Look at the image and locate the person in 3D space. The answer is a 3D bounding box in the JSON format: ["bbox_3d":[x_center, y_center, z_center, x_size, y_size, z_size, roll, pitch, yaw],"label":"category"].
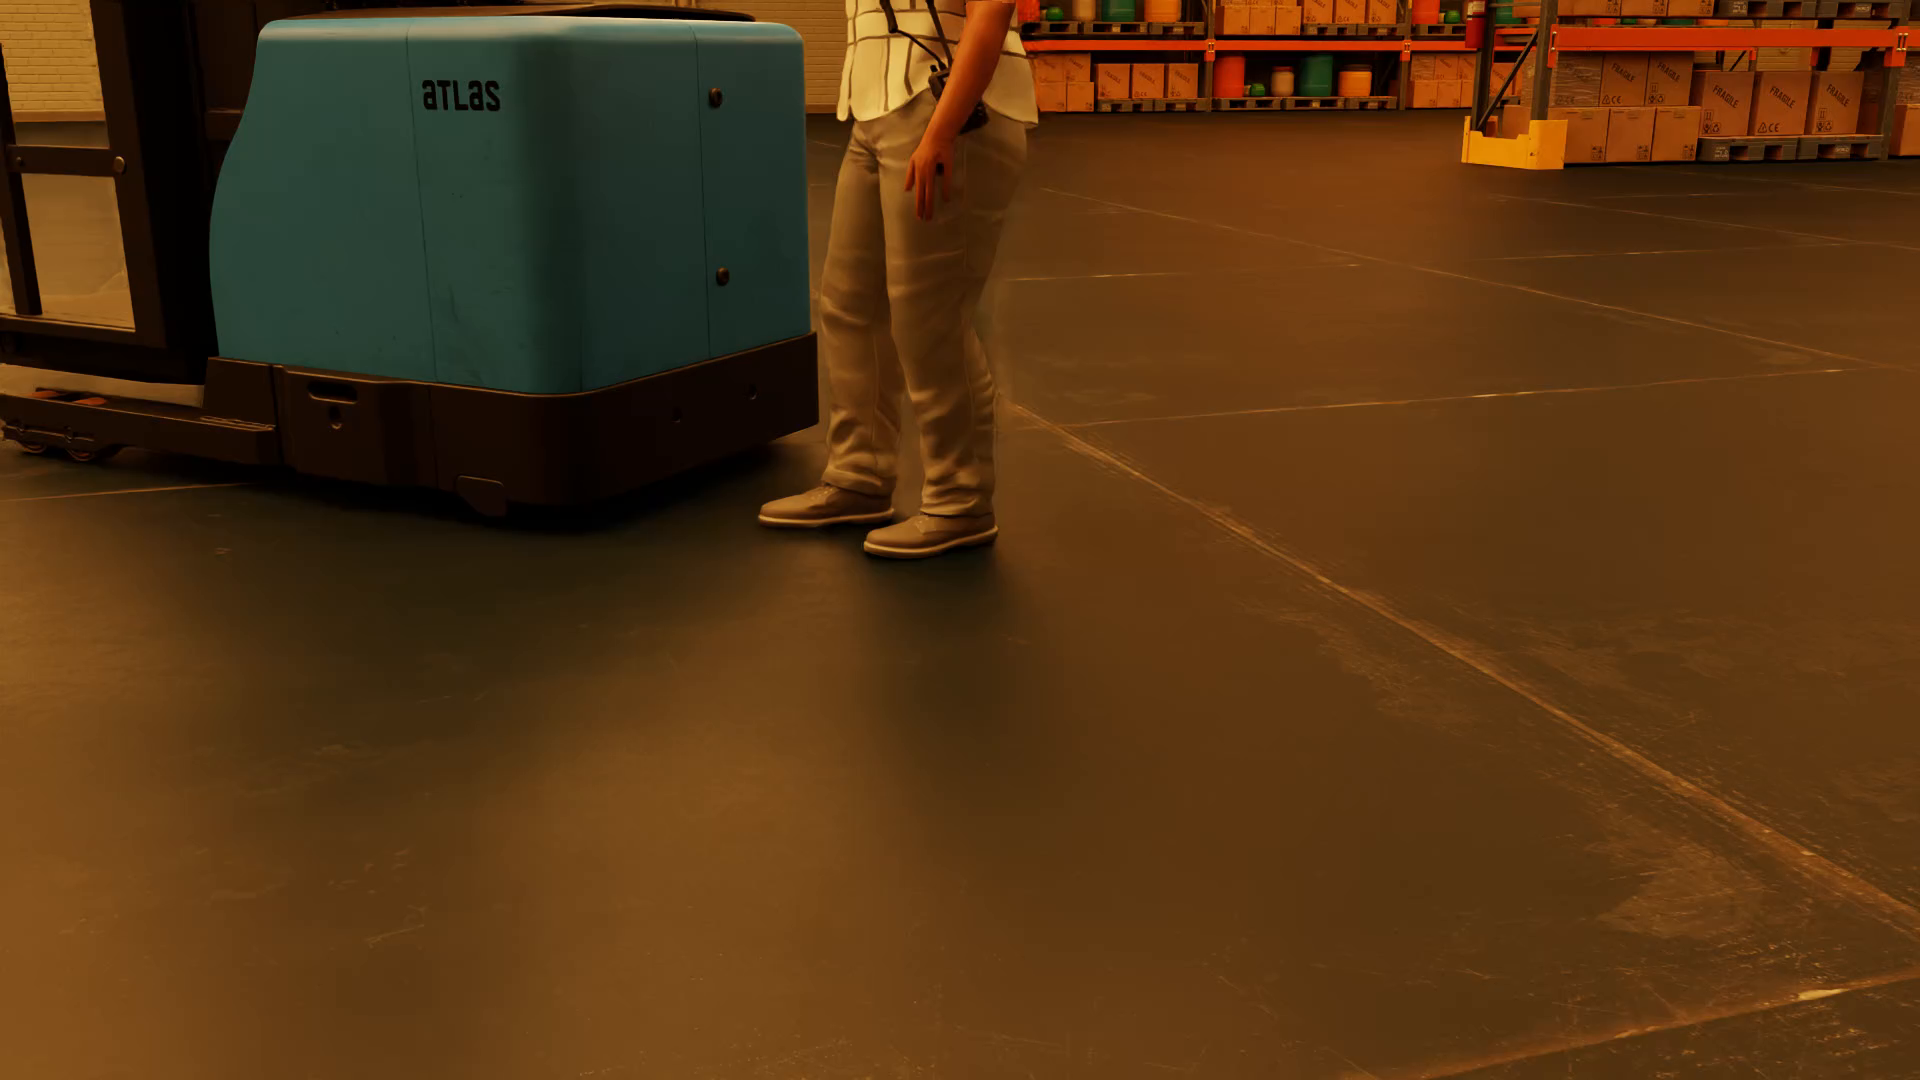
[{"bbox_3d":[-0.116,-0.786,3.300,0.513,1.663,0.601,-6,17,-20],"label":"person"}]

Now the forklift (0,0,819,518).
[{"bbox_3d":[-1.918,-1.727,4.250,3.031,2.935,1.130,8,18,26],"label":"forklift"}]
